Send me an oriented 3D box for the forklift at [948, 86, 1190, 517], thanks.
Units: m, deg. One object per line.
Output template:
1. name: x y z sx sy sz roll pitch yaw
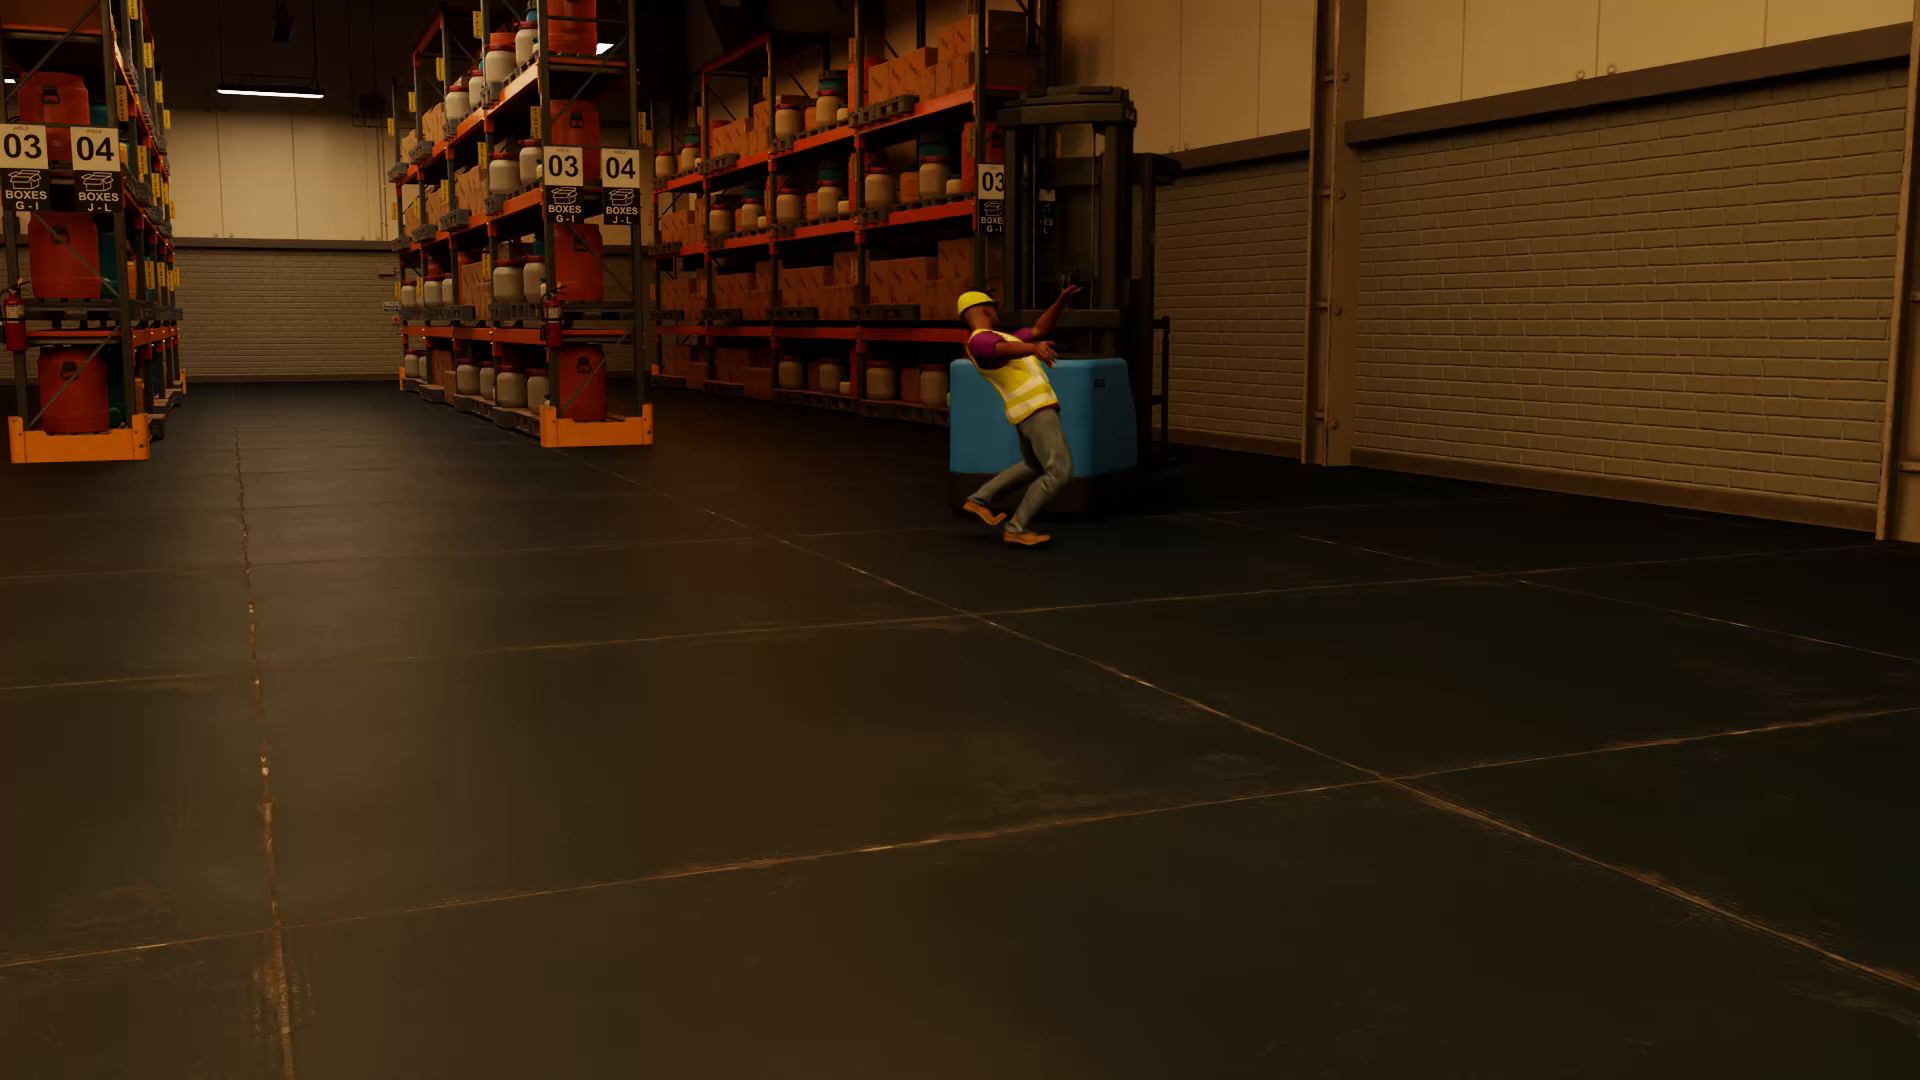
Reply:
1. forklift: 0.971 -1.759 12.280 1.130 2.935 3.031 3 8 23

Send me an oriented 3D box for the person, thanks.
1. person: 0.385 -0.732 9.742 0.752 1.525 1.116 -1 8 -5
